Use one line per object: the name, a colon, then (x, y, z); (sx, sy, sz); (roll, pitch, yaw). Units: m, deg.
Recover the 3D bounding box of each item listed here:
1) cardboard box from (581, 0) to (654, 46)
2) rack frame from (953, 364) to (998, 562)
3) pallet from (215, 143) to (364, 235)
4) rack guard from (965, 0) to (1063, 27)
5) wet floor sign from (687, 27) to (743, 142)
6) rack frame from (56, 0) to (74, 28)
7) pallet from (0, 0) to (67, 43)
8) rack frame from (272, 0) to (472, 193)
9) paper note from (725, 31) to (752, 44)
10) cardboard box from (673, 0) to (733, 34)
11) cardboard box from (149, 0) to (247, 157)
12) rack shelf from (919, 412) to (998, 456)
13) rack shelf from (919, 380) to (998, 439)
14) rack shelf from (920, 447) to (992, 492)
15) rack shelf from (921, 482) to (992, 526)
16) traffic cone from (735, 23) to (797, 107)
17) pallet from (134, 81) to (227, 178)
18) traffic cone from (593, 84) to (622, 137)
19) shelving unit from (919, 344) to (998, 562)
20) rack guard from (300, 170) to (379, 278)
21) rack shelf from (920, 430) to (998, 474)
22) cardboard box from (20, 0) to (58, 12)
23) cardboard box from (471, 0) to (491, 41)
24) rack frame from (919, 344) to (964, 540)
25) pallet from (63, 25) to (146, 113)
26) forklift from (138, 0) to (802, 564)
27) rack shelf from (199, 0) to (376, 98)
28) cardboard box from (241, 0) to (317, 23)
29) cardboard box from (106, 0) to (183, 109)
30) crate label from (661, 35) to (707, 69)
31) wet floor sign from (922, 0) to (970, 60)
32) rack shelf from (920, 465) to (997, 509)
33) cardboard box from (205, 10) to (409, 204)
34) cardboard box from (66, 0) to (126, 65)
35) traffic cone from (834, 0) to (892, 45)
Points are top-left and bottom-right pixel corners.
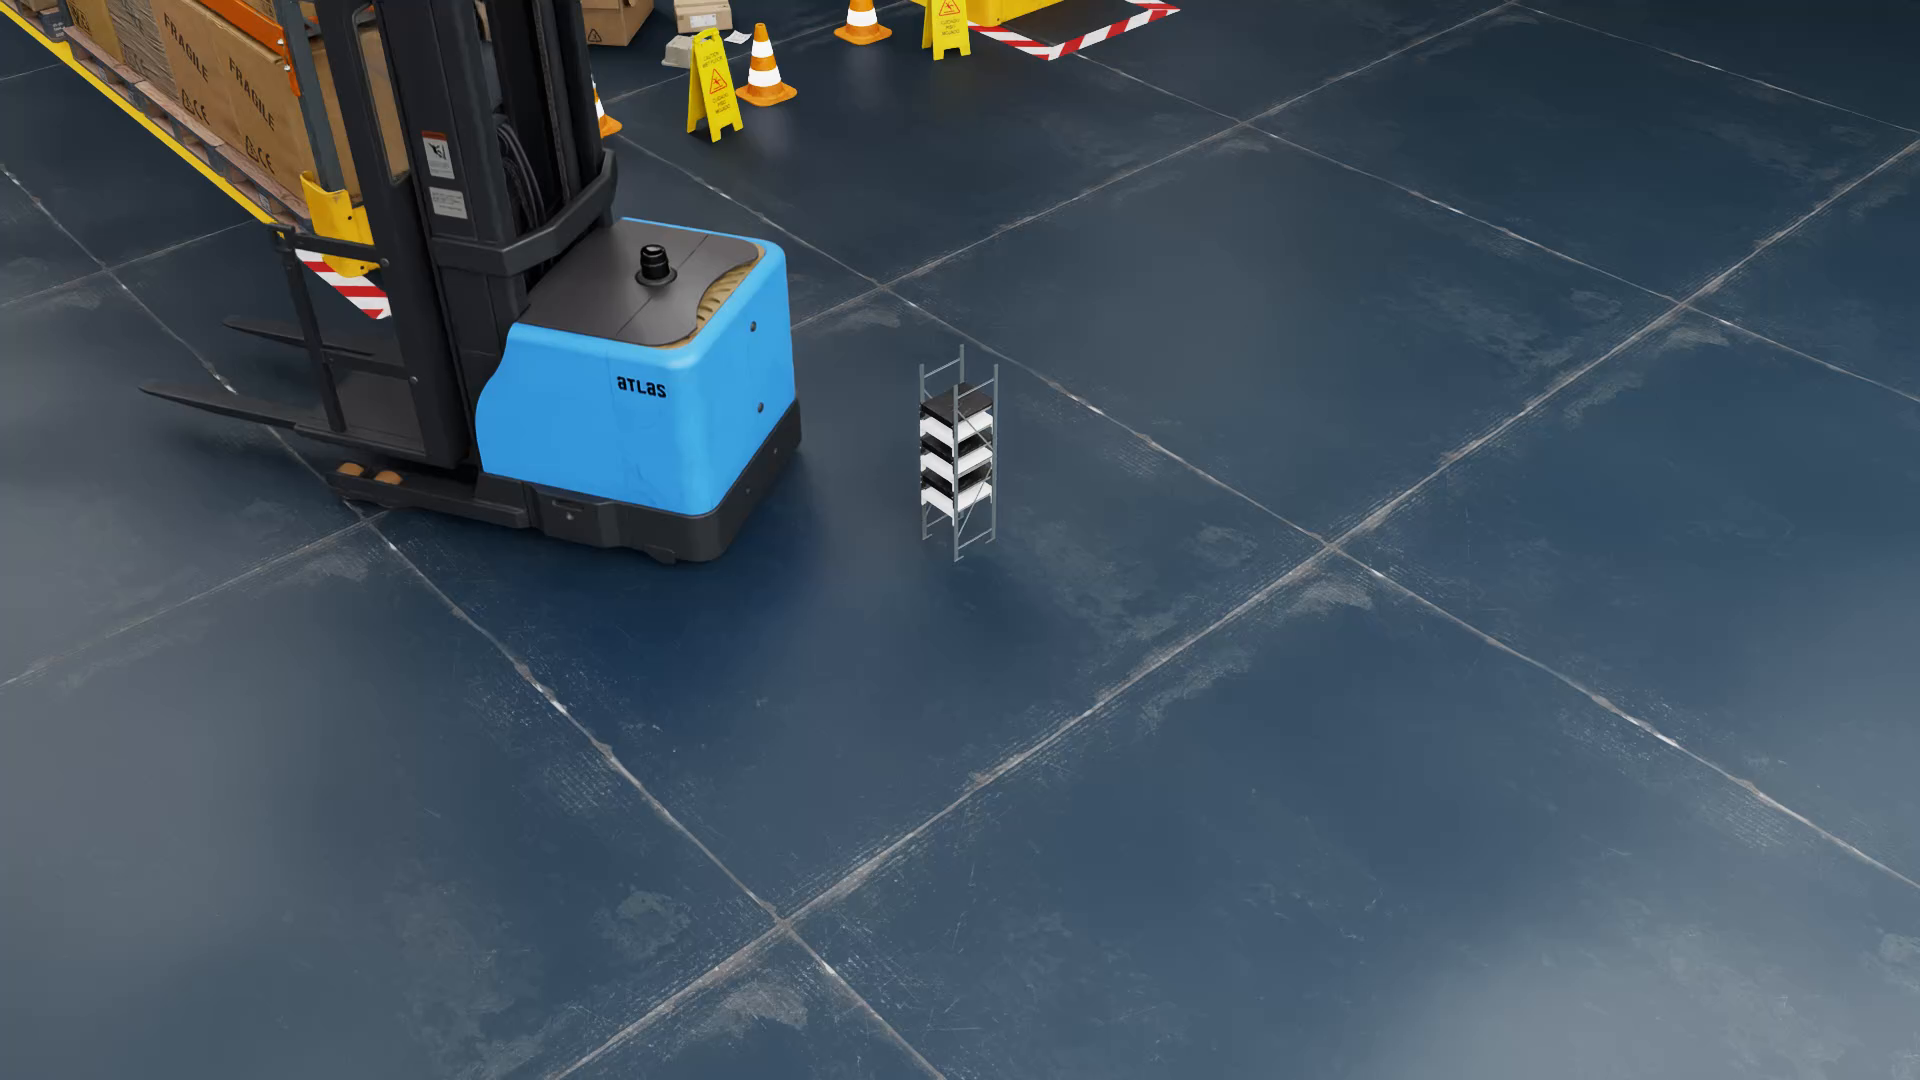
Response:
cardboard box: (-2.490, -3.826, 11.586); (0.637, 0.503, 0.797); (5, 39, 6)
rack frame: (0.063, -0.307, 6.914); (0.240, 0.900, 0.006); (-30, 48, -32)
pallet: (-3.613, -2.162, 9.758); (1.003, 0.211, 1.213); (-30, 48, -32)
rack guard: (0.512, -4.123, 11.957); (1.175, 0.500, 0.348); (-30, 48, -32)
wet floor sign: (-1.537, -2.822, 10.230); (0.232, 0.644, 0.267); (26, 45, 28)
rack frame: (-5.720, -4.761, 10.757); (1.000, 3.000, 0.127); (-30, 48, -32)
pallet: (-6.297, -4.001, 12.036); (1.003, 0.211, 1.213); (-30, 48, -32)
rack frame: (-3.015, -2.910, 8.465); (1.000, 3.000, 0.127); (-30, 48, -32)
paper note: (-1.542, -3.496, 11.555); (0.142, 0.019, 0.148); (18, 42, 21)
cardboard box: (-1.811, -3.699, 11.711); (0.380, 0.149, 0.250); (-8, 40, -10)
cardboard box: (-4.119, -2.938, 9.858); (0.875, 0.875, 0.875); (-31, 48, -32)
rack shelf: (-0.005, -0.468, 6.880); (0.258, 0.077, 0.200); (-30, 48, -32)
rack shelf: (-0.005, -0.538, 6.823); (0.258, 0.077, 0.200); (-30, 48, -32)
rack shelf: (-0.005, -0.328, 6.993); (0.258, 0.077, 0.200); (-30, 48, -32)
rack shelf: (-0.005, -0.188, 7.106); (0.258, 0.077, 0.200); (-30, 48, -32)
traffic cone: (-1.266, -3.095, 10.714); (0.336, 0.463, 0.334); (-30, 48, -32)
pallet: (-4.434, -2.726, 10.457); (1.003, 0.211, 1.213); (-30, 48, -32)
traffic cone: (-2.328, -2.772, 10.314); (0.336, 0.463, 0.334); (-30, 48, -32)
shelving unit: (-0.005, -0.354, 6.972); (0.258, 0.900, 0.210); (-30, 48, -32)
rack guard: (-2.998, -1.926, 9.237); (1.175, 0.500, 0.348); (-30, 48, -32)
rack shelf: (-0.005, -0.398, 6.936); (0.258, 0.077, 0.200); (-30, 48, -32)
cardboard box: (-6.206, -4.298, 11.641); (1.050, 0.750, 0.750); (-30, 48, -32)
cardboard box: (-3.201, -3.684, 11.601); (0.396, 0.266, 0.258); (-22, 44, -25)
rack frame: (-0.074, -0.401, 7.030); (0.240, 0.900, 0.006); (-30, 48, -32)
pallet: (-5.263, -3.291, 11.157); (1.003, 0.211, 1.213); (-30, 48, -32)
forklift: (-2.309, -1.584, 6.878); (3.031, 2.935, 1.130); (12, 40, 14)
rack shelf: (-4.367, -3.555, 9.837); (1.077, 0.370, 4.000); (-30, 48, -32)
cardboard box: (-3.299, -3.120, 8.607); (0.875, 0.550, 0.550); (-30, 48, -32)
cardboard box: (-4.734, -3.361, 10.381); (0.875, 0.875, 0.875); (-30, 47, -31)
crate label: (-1.843, -3.305, 11.234); (0.298, 0.136, 0.250); (11, 40, 13)
wet floor sign: (-0.097, -3.601, 11.196); (0.267, 0.644, 0.232); (-15, 41, -17)
rack shelf: (-0.005, -0.258, 7.049); (0.258, 0.077, 0.200); (-30, 48, -32)
cardboard box: (-3.522, -2.532, 9.355); (0.875, 0.875, 0.875); (-30, 47, -32)
cardboard box: (-5.346, -3.777, 10.896); (0.875, 0.875, 0.875); (-29, 47, -31)
traffic cone: (-0.678, -3.724, 11.492); (0.336, 0.463, 0.334); (-30, 48, -32)
